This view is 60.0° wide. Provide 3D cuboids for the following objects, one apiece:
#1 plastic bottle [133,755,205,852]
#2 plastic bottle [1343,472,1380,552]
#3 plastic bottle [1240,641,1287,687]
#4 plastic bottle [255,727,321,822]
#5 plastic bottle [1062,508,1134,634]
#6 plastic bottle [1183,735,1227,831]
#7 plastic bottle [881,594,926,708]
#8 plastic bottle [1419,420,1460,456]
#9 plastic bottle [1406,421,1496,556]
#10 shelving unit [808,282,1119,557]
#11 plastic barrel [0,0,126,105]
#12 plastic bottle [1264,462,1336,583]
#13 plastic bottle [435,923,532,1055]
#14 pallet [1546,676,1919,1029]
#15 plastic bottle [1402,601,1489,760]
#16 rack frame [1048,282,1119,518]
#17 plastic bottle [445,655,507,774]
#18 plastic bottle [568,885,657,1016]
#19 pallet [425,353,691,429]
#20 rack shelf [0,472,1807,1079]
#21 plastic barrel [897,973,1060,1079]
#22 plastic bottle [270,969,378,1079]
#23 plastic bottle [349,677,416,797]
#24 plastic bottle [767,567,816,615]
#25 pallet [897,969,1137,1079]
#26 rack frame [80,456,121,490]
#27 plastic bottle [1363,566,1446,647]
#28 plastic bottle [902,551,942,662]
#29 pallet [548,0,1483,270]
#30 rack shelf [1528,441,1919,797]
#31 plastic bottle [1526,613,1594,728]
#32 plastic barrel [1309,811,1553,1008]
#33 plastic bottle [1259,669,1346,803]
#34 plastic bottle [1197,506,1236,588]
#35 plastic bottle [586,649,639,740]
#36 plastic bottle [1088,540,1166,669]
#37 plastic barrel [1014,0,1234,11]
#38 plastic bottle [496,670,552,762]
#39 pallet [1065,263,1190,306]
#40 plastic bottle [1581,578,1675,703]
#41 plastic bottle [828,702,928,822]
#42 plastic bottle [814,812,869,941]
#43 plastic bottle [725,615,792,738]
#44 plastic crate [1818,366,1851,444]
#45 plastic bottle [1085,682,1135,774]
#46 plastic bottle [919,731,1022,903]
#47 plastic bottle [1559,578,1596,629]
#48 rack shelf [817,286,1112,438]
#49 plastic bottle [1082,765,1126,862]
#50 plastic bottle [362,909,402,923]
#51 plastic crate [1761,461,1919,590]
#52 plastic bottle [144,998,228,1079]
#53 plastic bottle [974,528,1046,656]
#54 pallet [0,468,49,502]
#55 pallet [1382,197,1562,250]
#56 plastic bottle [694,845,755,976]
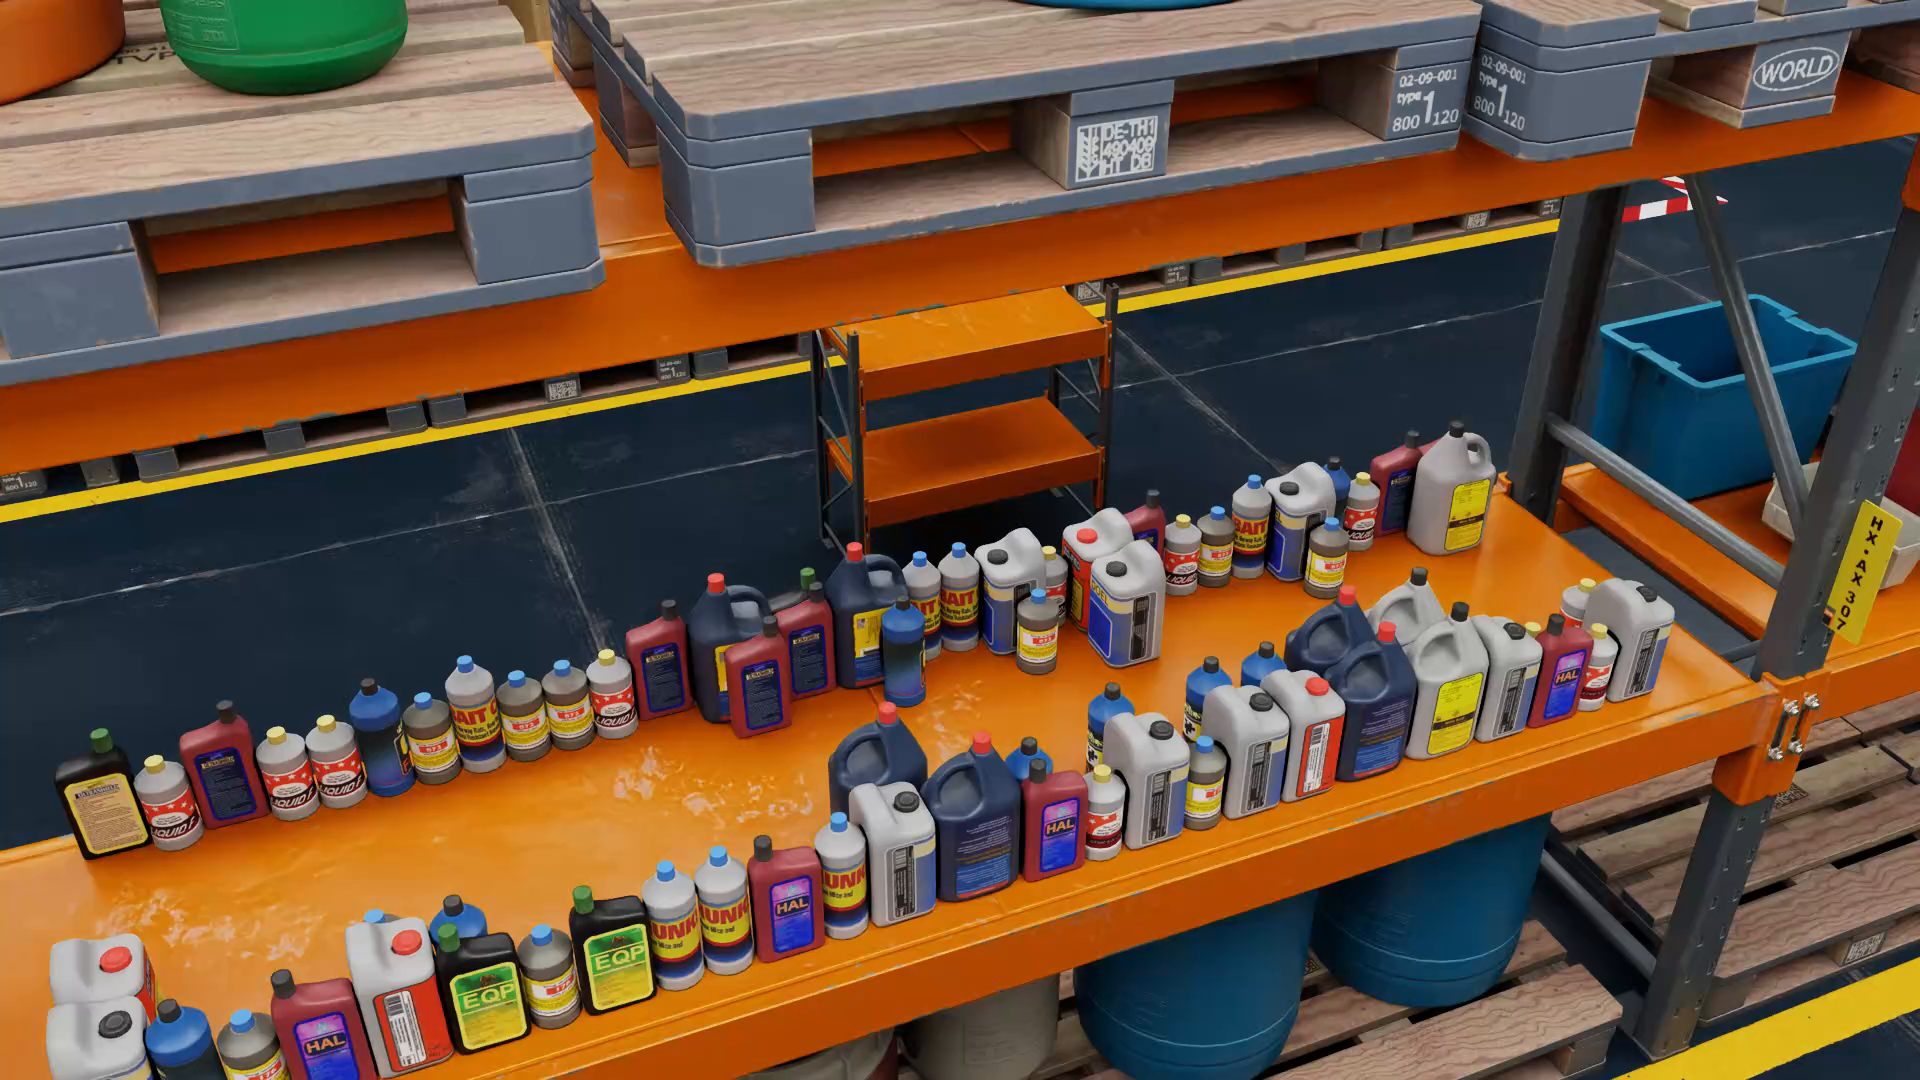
[{"bbox_3d":[-1.610,0.525,3.375,0.097,0.201,0.097,0,33,0],"label":"plastic bottle"},{"bbox_3d":[1.031,-0.080,4.304,0.097,0.201,0.097,0,33,0],"label":"plastic bottle"},{"bbox_3d":[0.651,0.337,3.600,0.097,0.271,0.097,0,33,0],"label":"plastic bottle"},{"bbox_3d":[-1.397,0.476,3.450,0.097,0.201,0.097,0,33,0],"label":"plastic bottle"},{"bbox_3d":[0.329,0.066,4.012,0.135,0.276,0.152,-13,35,-19],"label":"plastic bottle"},{"bbox_3d":[0.496,0.492,3.426,0.097,0.201,0.097,0,33,0],"label":"plastic bottle"},{"bbox_3d":[-0.126,0.241,3.747,0.097,0.271,0.097,0,33,0],"label":"plastic bottle"},{"bbox_3d":[1.253,-0.176,4.377,0.133,0.283,0.061,-13,35,-19],"label":"plastic bottle"},{"bbox_3d":[1.269,-0.147,4.271,0.185,0.351,0.144,-13,35,-19],"label":"plastic bottle"},{"bbox_3d":[0.006,-0.473,6.445,1.048,1.125,0.538,-13,35,-19],"label":"shelving unit"},{"bbox_3d":[-1.407,-0.975,1.969,0.708,0.830,0.600,-13,35,-19],"label":"plastic barrel"},{"bbox_3d":[0.845,-0.052,4.194,0.135,0.276,0.152,-13,35,-19],"label":"plastic bottle"},{"bbox_3d":[-0.839,0.774,2.917,0.133,0.283,0.061,-13,35,-19],"label":"plastic bottle"},{"bbox_3d":[2.420,0.906,5.163,1.213,0.211,1.003,-13,35,-19],"label":"pallet"},{"bbox_3d":[1.036,0.292,3.597,0.185,0.351,0.144,-13,35,-19],"label":"plastic bottle"},{"bbox_3d":[0.475,-0.580,6.610,0.032,1.125,0.500,-13,35,-19],"label":"rack frame"},{"bbox_3d":[-1.038,0.365,3.557,0.097,0.271,0.097,0,33,0],"label":"plastic bottle"},{"bbox_3d":[-0.627,0.725,2.992,0.133,0.283,0.061,-13,35,-19],"label":"plastic bottle"},{"bbox_3d":[-2.019,-0.960,8.032,1.213,0.211,1.003,-13,35,-19],"label":"pallet"},{"bbox_3d":[-0.087,0.636,3.682,4.000,0.370,1.077,-13,35,-19],"label":"rack shelf"},{"bbox_3d":[0.040,1.109,4.191,0.421,0.512,0.421,0,33,0],"label":"plastic barrel"},{"bbox_3d":[-1.087,0.830,2.830,0.133,0.283,0.061,-13,35,-19],"label":"plastic bottle"},{"bbox_3d":[-1.218,0.406,3.494,0.097,0.271,0.097,0,33,0],"label":"plastic bottle"},{"bbox_3d":[-0.376,0.197,3.803,0.133,0.283,0.061,-13,35,-19],"label":"plastic bottle"},{"bbox_3d":[-0.097,1.483,4.278,1.213,0.211,1.003,-13,35,-19],"label":"pallet"},{"bbox_3d":[-3.845,-1.735,6.666,0.127,3.000,1.000,-13,35,-19],"label":"rack frame"},{"bbox_3d":[0.980,0.219,3.708,0.185,0.351,0.144,-13,35,-19],"label":"plastic bottle"},{"bbox_3d":[-0.092,0.148,3.890,0.097,0.271,0.097,0,33,0],"label":"plastic bottle"},{"bbox_3d":[0.027,-0.810,2.668,1.213,0.211,1.003,-13,35,-19],"label":"pallet"},{"bbox_3d":[3.601,-0.208,4.980,4.000,0.370,1.077,-13,35,-19],"label":"rack shelf"},{"bbox_3d":[1.323,0.279,3.678,0.133,0.283,0.061,-13,35,-19],"label":"plastic bottle"},{"bbox_3d":[1.249,0.722,4.429,0.708,0.901,0.600,-13,35,-19],"label":"plastic barrel"},{"bbox_3d":[0.717,0.394,3.508,0.135,0.276,0.152,-13,35,-19],"label":"plastic bottle"},{"bbox_3d":[0.638,0.010,4.166,0.097,0.201,0.097,0,33,0],"label":"plastic bottle"},{"bbox_3d":[-0.769,0.332,3.671,0.097,0.201,0.097,0,33,0],"label":"plastic bottle"},{"bbox_3d":[0.388,0.142,3.894,0.135,0.276,0.152,-13,35,-19],"label":"plastic bottle"},{"bbox_3d":[0.242,-1.294,2.393,0.708,0.901,0.600,-13,35,-19],"label":"plastic barrel"},{"bbox_3d":[-0.949,0.374,3.608,0.097,0.201,0.097,0,33,0],"label":"plastic bottle"},{"bbox_3d":[0.476,-1.555,8.946,1.213,0.211,1.003,-13,35,-19],"label":"pallet"},{"bbox_3d":[1.518,0.210,3.790,0.135,0.276,0.152,-13,35,-19],"label":"plastic bottle"},{"bbox_3d":[-0.163,0.476,3.313,0.185,0.351,0.144,-13,35,-19],"label":"plastic bottle"},{"bbox_3d":[-0.225,0.627,3.153,0.097,0.271,0.097,0,33,0],"label":"plastic bottle"},{"bbox_3d":[-0.443,0.298,3.649,0.133,0.283,0.061,-13,35,-19],"label":"plastic bottle"},{"bbox_3d":[2.685,-0.369,4.764,0.590,0.125,0.437,-13,35,-19],"label":"plastic crate"},{"bbox_3d":[0.313,0.414,3.481,0.097,0.271,0.097,0,33,0],"label":"plastic bottle"},{"bbox_3d":[0.020,0.524,3.239,0.185,0.351,0.144,-13,35,-19],"label":"plastic bottle"},{"bbox_3d":[1.453,0.183,3.901,0.097,0.201,0.097,0,33,0],"label":"plastic bottle"},{"bbox_3d":[0.006,-0.718,6.286,1.000,0.278,0.538,-13,35,-19],"label":"rack shelf"},{"bbox_3d":[0.282,0.541,3.351,0.097,0.201,0.097,0,33,0],"label":"plastic bottle"},{"bbox_3d":[-1.046,0.755,3.022,0.097,0.201,0.097,0,33,0],"label":"plastic bottle"},{"bbox_3d":[2.241,-0.029,4.230,0.243,0.136,0.396,-13,35,-19],"label":"plastic crate"},{"bbox_3d":[-1.290,0.871,2.779,0.097,0.271,0.097,0,33,0],"label":"plastic bottle"},{"bbox_3d":[0.115,0.115,3.937,0.135,0.276,0.152,-13,35,-19],"label":"plastic bottle"},{"bbox_3d":[-4.620,-0.412,7.189,1.213,0.211,1.003,-13,35,-19],"label":"pallet"},{"bbox_3d":[2.726,-2.070,9.738,1.213,0.211,1.003,-13,35,-19],"label":"pallet"},{"bbox_3d":[-0.438,0.676,3.078,0.097,0.271,0.097,0,33,0],"label":"plastic bottle"}]
